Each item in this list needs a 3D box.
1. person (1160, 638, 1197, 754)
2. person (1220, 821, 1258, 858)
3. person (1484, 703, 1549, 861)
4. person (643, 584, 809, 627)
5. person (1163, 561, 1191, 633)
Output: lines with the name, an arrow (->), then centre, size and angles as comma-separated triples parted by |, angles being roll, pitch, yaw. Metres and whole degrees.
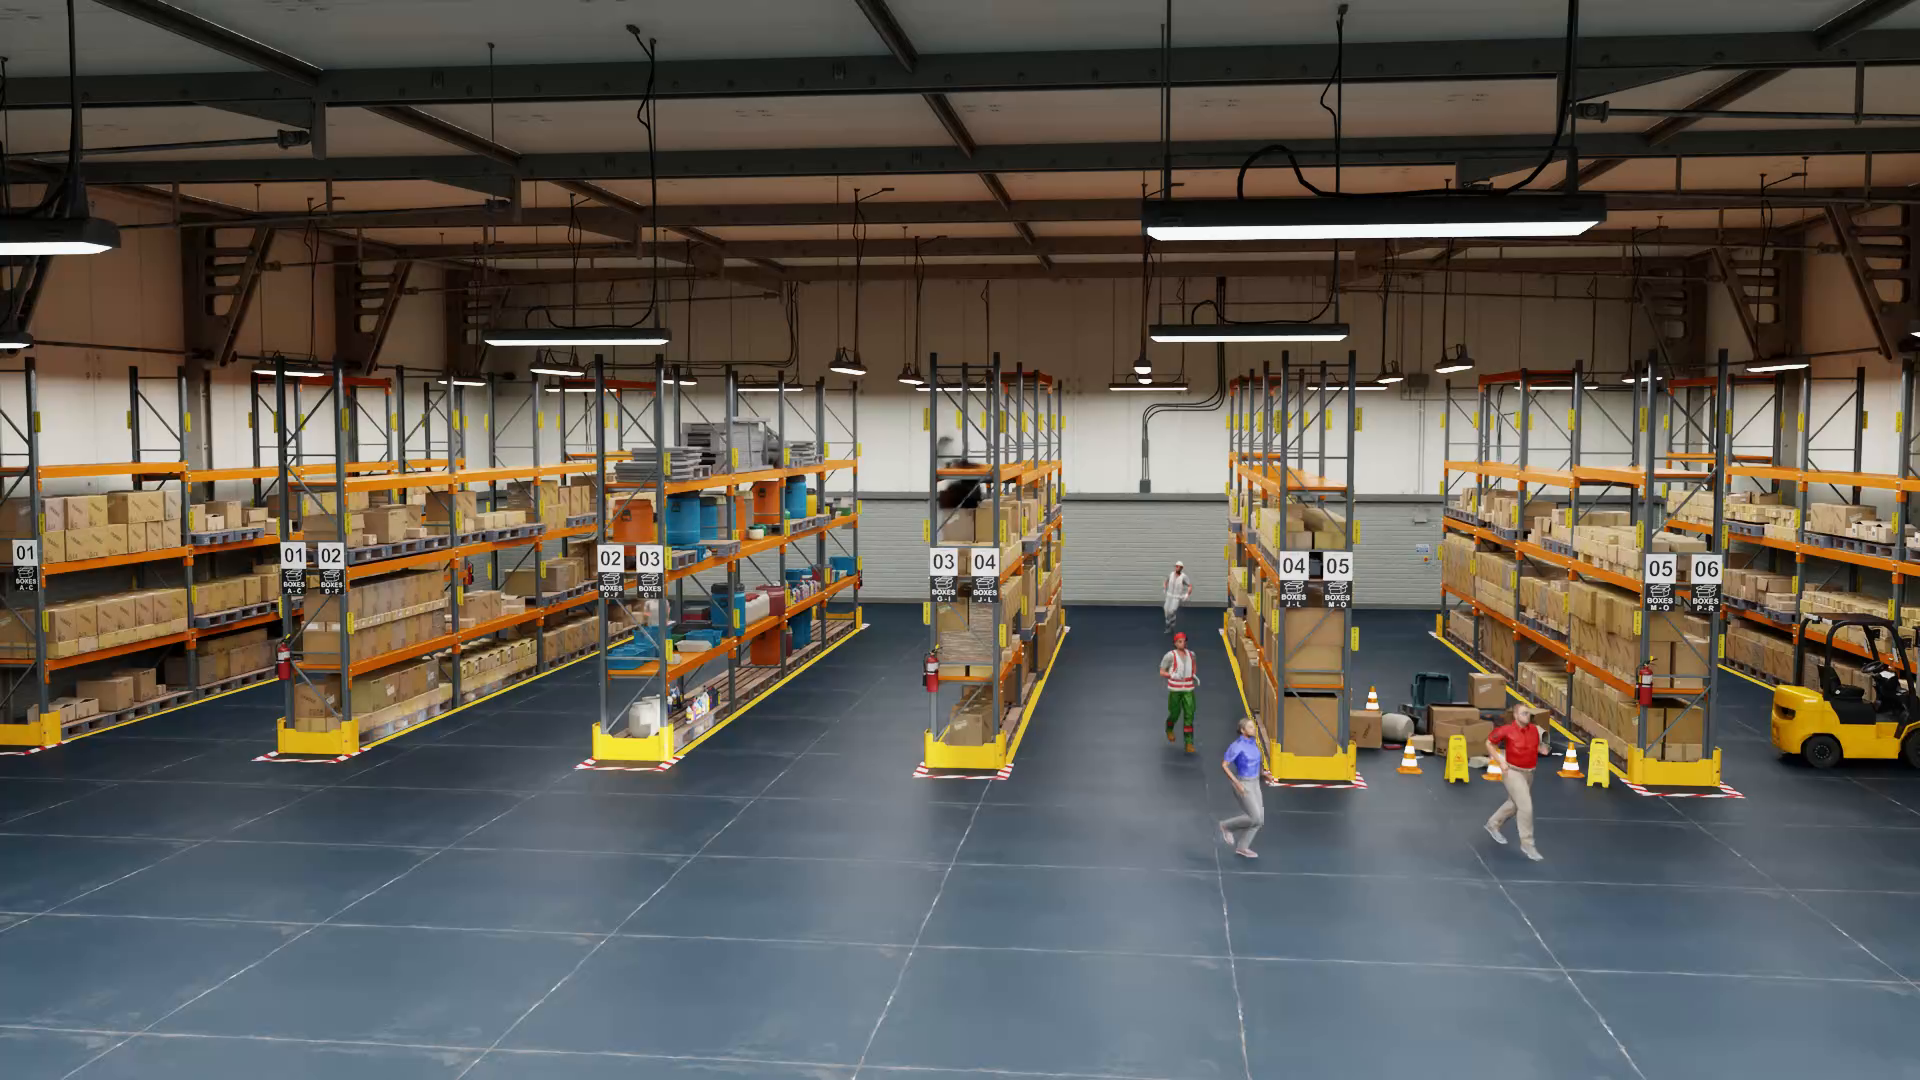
person -> 3.357, 2.317, 25.298 | 0.654, 1.734, 0.988 | -1, 4, -11
person -> 3.234, 3.453, 19.219 | 0.426, 0.400, 0.229 | 3, 5, 40
person -> 6.504, 2.776, 19.385 | 0.636, 1.778, 0.884 | -3, 5, -34
person -> -4.809, 1.803, 34.445 | 3.282, 1.606, 1.812 | 0, 4, -2
person -> 5.077, 1.364, 39.237 | 0.661, 1.721, 0.566 | 2, 5, 30
